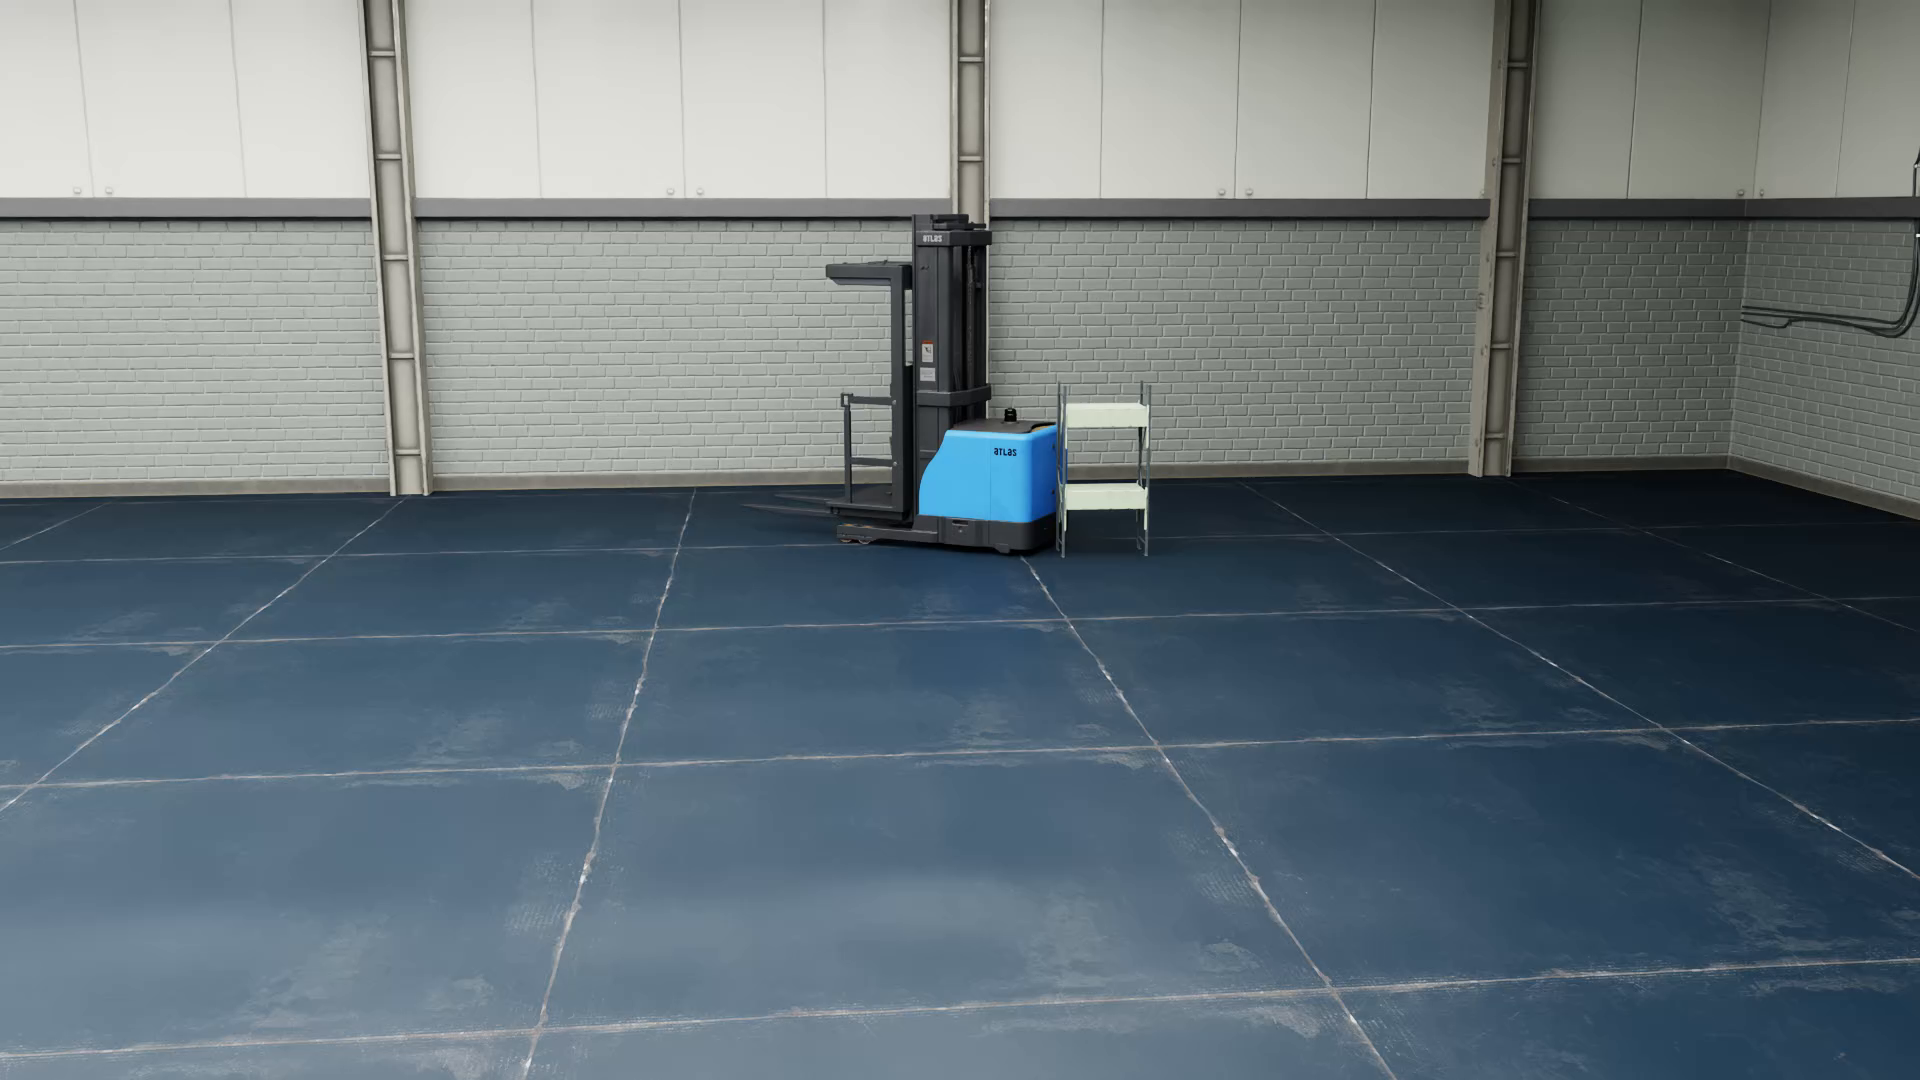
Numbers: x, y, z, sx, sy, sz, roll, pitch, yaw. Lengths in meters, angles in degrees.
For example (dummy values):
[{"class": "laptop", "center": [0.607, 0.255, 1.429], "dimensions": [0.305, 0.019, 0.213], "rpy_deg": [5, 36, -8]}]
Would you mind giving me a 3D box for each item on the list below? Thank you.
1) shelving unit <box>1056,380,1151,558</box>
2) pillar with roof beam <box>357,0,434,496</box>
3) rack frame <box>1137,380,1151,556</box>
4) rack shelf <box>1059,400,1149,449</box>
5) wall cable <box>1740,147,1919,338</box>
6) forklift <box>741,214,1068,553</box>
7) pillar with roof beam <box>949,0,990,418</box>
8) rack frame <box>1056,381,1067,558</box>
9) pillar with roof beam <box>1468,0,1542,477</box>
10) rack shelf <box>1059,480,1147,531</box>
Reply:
[{"class": "shelving unit", "center": [1.247, -0.625, 14.541], "dimensions": [0.755, 1.500, 0.431], "rpy_deg": [-1, 11, -5]}, {"class": "pillar with roof beam", "center": [-5.397, -4.092, 12.737], "dimensions": [0.400, 9.000, 9.100], "rpy_deg": [-1, 11, -6]}, {"class": "rack frame", "center": [1.612, -0.631, 14.571], "dimensions": [0.023, 1.500, 0.400], "rpy_deg": [-1, 11, -5]}, {"class": "rack shelf", "center": [1.247, -1.008, 14.466], "dimensions": [0.720, 0.370, 0.431], "rpy_deg": [-1, 11, -5]}, {"class": "wall cable", "center": [9.139, -3.452, 17.529], "dimensions": [0.112, 2.526, 3.097], "rpy_deg": [-1, 11, -6]}, {"class": "forklift", "center": [-0.567, -1.488, 15.219], "dimensions": [3.031, 2.935, 1.130], "rpy_deg": [5, 12, 24]}, {"class": "pillar with roof beam", "center": [0.568, -4.217, 13.372], "dimensions": [0.400, 9.000, 9.100], "rpy_deg": [-1, 11, -6]}, {"class": "rack frame", "center": [0.882, -0.619, 14.511], "dimensions": [0.023, 1.500, 0.400], "rpy_deg": [-1, 11, -5]}, {"class": "pillar with roof beam", "center": [6.533, -4.342, 14.008], "dimensions": [0.400, 9.000, 9.100], "rpy_deg": [-1, 11, -6]}, {"class": "rack shelf", "center": [1.247, -0.305, 14.604], "dimensions": [0.720, 0.370, 0.431], "rpy_deg": [-1, 11, -5]}]
